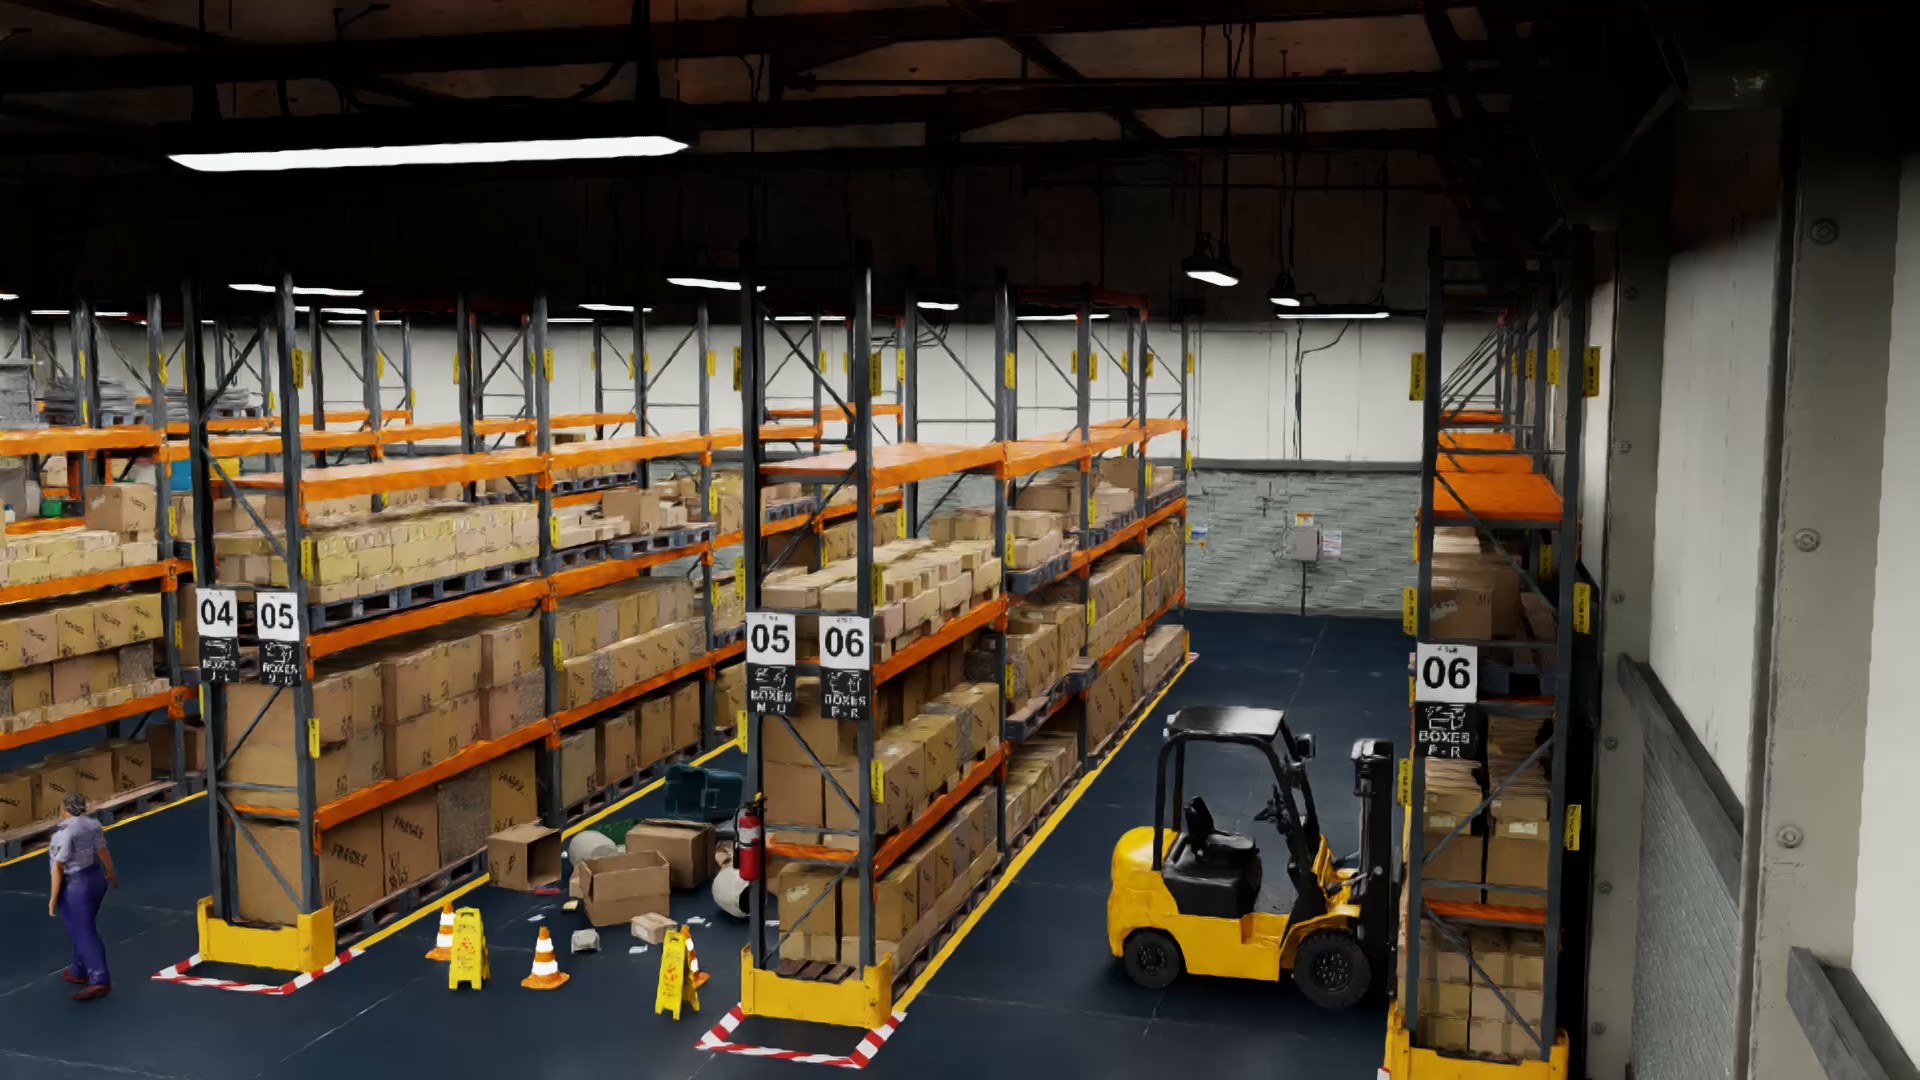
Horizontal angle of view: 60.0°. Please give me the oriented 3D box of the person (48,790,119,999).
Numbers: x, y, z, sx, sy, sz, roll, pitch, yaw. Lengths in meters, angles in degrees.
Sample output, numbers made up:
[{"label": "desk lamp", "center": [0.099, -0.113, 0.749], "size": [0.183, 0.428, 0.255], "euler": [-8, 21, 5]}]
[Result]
[{"label": "person", "center": [-7.173, 2.837, 13.570], "size": [0.641, 1.631, 0.705], "euler": [1, 6, 8]}]
